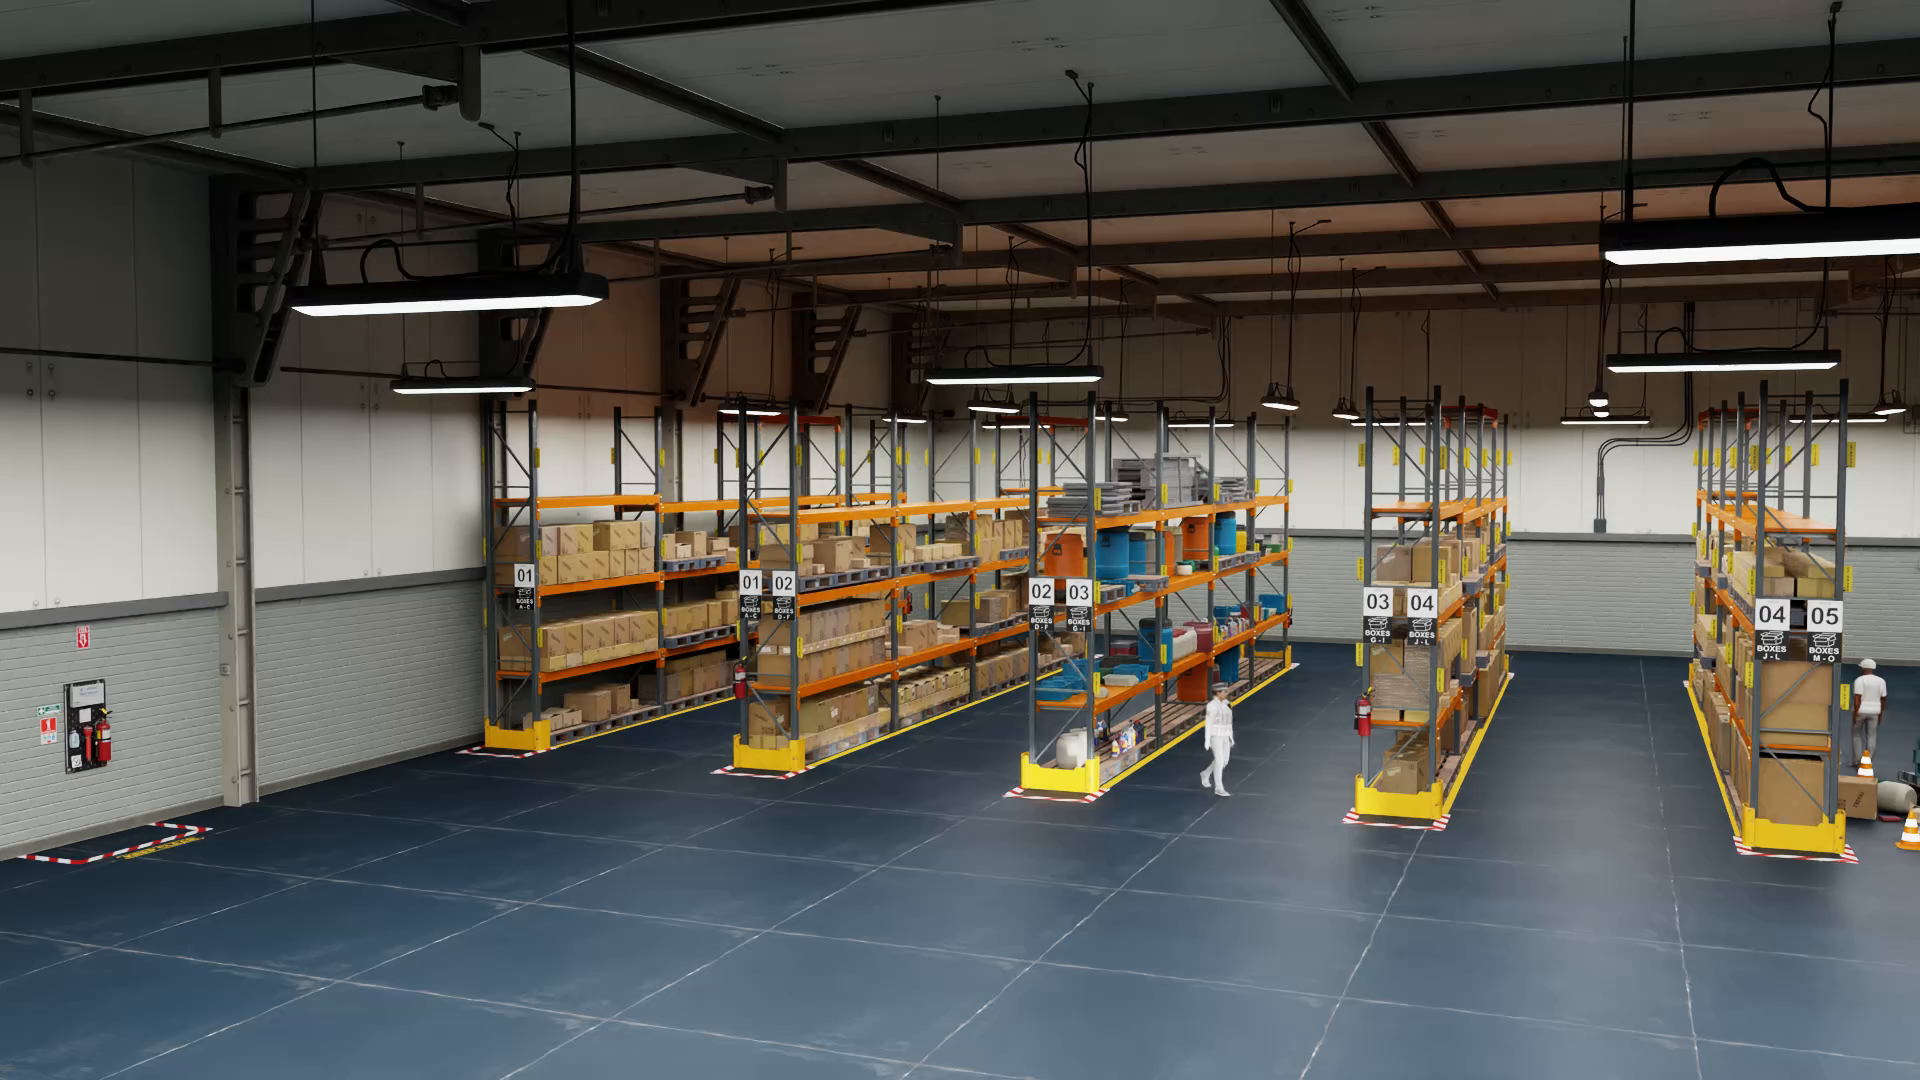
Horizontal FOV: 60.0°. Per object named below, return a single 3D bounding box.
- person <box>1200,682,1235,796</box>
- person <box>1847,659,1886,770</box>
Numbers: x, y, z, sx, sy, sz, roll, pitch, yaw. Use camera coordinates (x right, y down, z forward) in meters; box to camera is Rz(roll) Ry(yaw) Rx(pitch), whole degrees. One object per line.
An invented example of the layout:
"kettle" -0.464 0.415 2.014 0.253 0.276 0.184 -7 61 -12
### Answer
"person" 3.833 2.942 24.846 0.495 1.657 0.714 -3 4 -43
"person" 14.624 2.825 26.757 0.532 1.809 0.602 1 3 18
